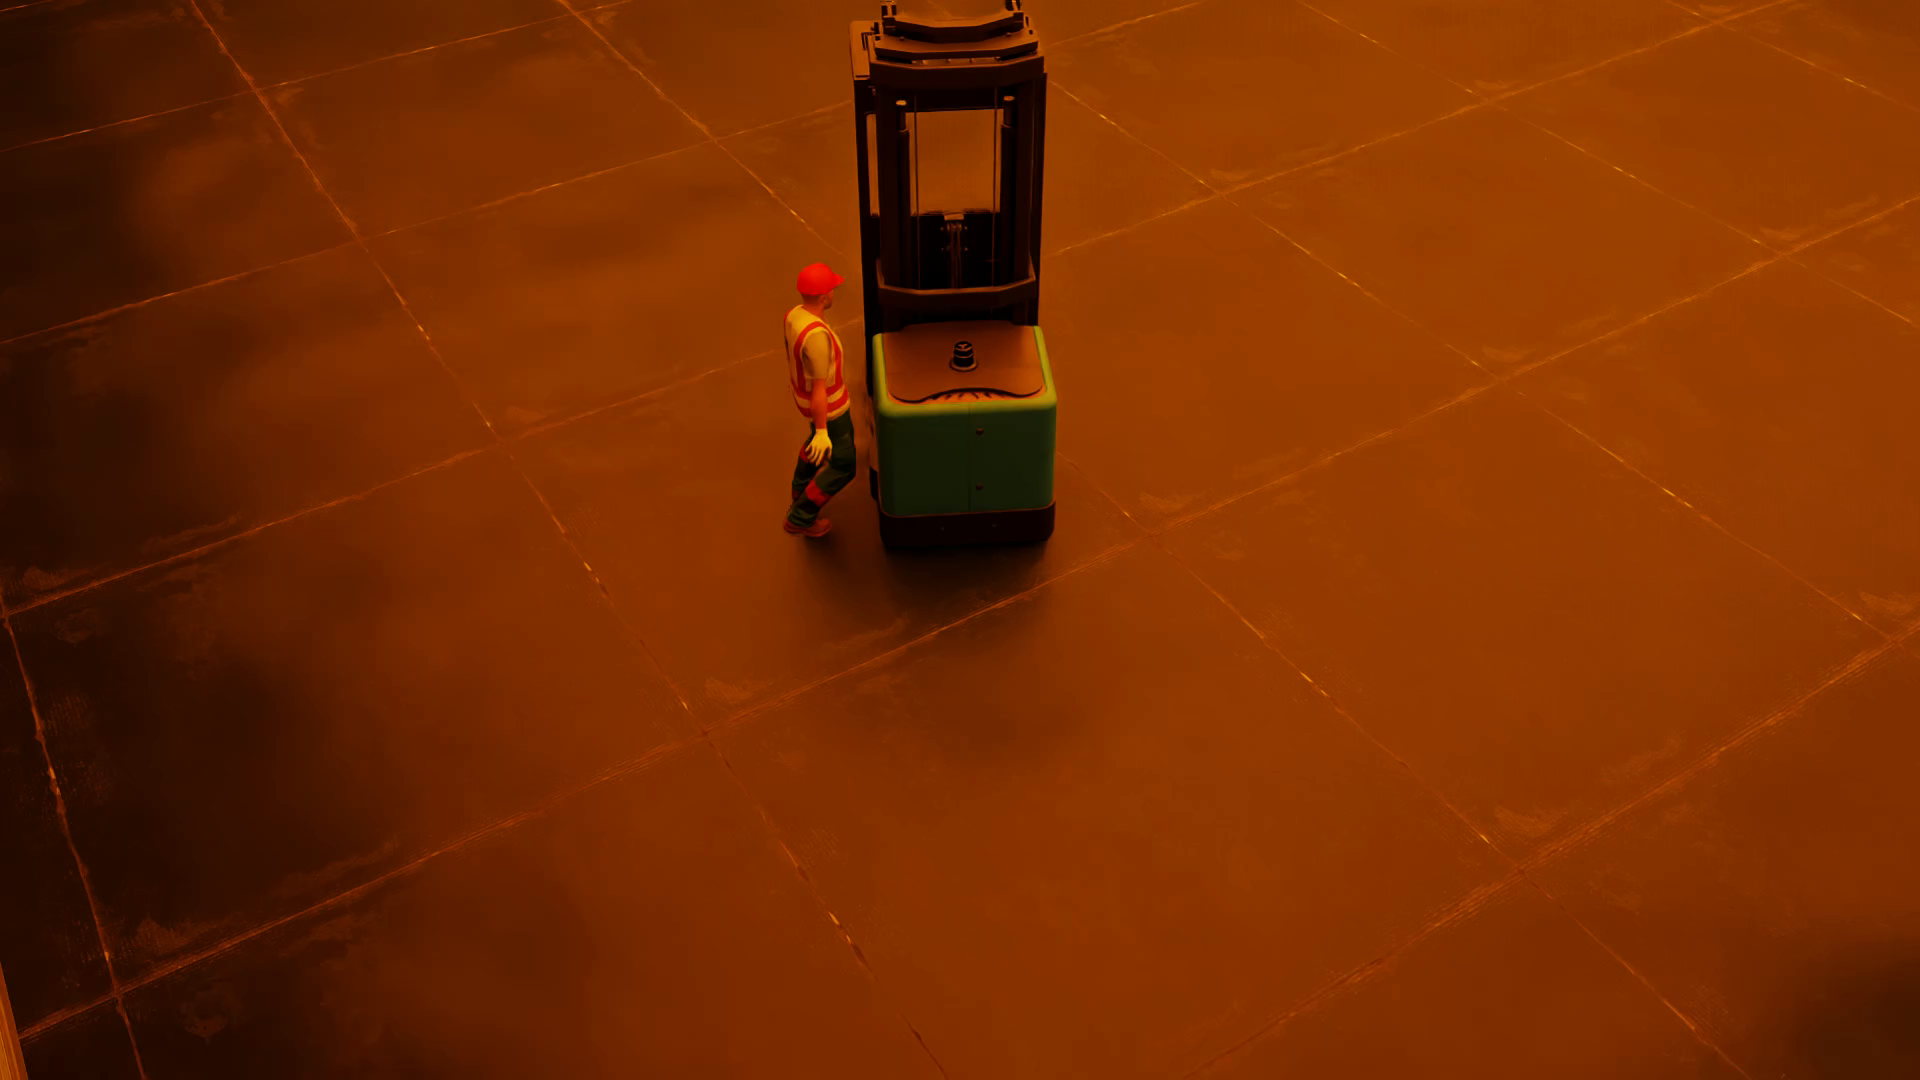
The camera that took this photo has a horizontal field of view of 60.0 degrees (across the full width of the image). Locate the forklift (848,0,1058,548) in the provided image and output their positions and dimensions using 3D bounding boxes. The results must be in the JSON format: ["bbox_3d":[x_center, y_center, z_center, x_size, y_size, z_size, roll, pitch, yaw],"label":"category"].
[{"bbox_3d":[-0.079,-2.020,10.182,1.130,2.935,3.031,-3,41,-4],"label":"forklift"}]

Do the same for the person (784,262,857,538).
[{"bbox_3d":[-0.860,-0.784,9.703,0.510,1.701,0.894,-11,42,-12],"label":"person"}]
